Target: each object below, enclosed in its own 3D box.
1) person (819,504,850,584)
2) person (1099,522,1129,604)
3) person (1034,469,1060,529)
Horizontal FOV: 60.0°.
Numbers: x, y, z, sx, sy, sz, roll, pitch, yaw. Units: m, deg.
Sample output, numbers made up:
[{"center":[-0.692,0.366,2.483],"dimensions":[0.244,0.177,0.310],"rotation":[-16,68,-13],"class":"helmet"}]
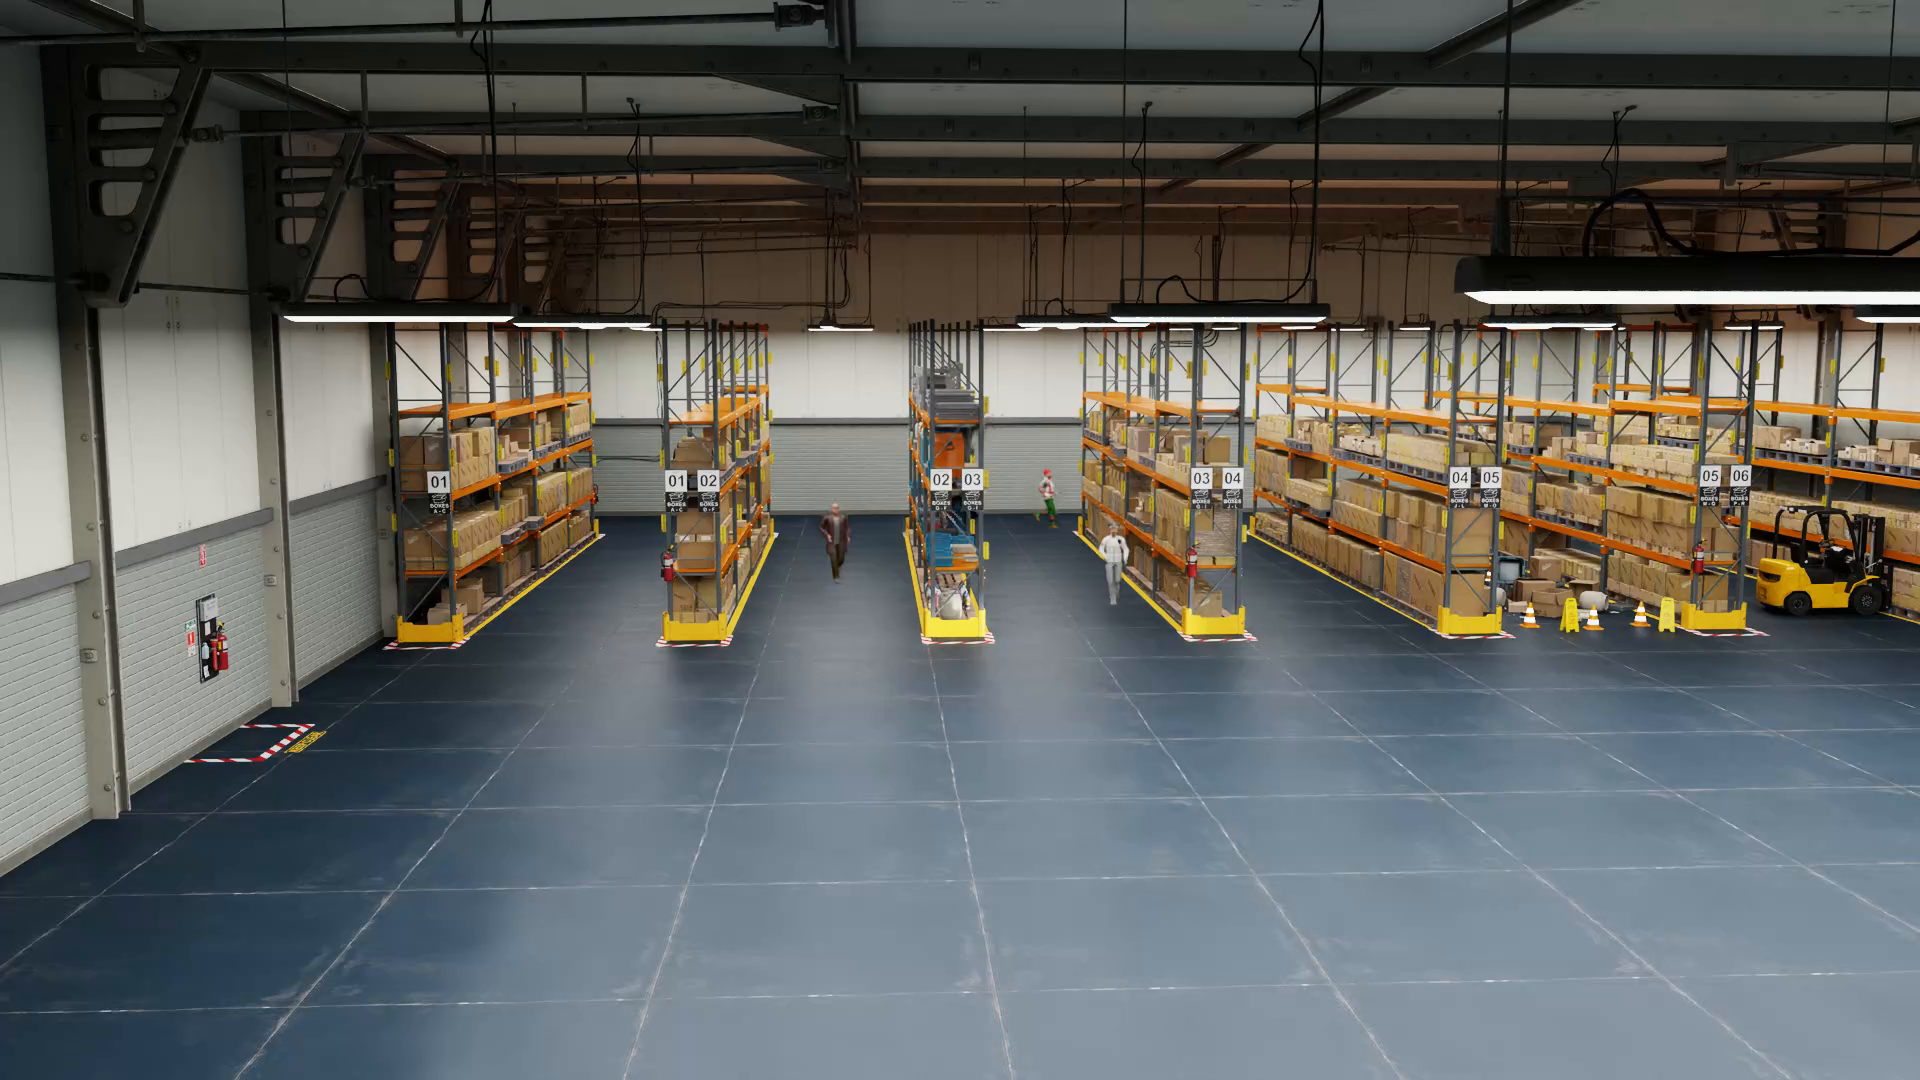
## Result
[{"center":[-2.745,0.066,36.559],"dimensions":[0.712,1.749,0.643],"rotation":[-2,7,-14],"class":"person"},{"center":[3.115,0.467,33.651],"dimensions":[0.616,1.671,0.444],"rotation":[0,7,3],"class":"person"},{"center":[2.564,-1.229,49.312],"dimensions":[0.808,1.767,0.655],"rotation":[3,8,21],"class":"person"}]
